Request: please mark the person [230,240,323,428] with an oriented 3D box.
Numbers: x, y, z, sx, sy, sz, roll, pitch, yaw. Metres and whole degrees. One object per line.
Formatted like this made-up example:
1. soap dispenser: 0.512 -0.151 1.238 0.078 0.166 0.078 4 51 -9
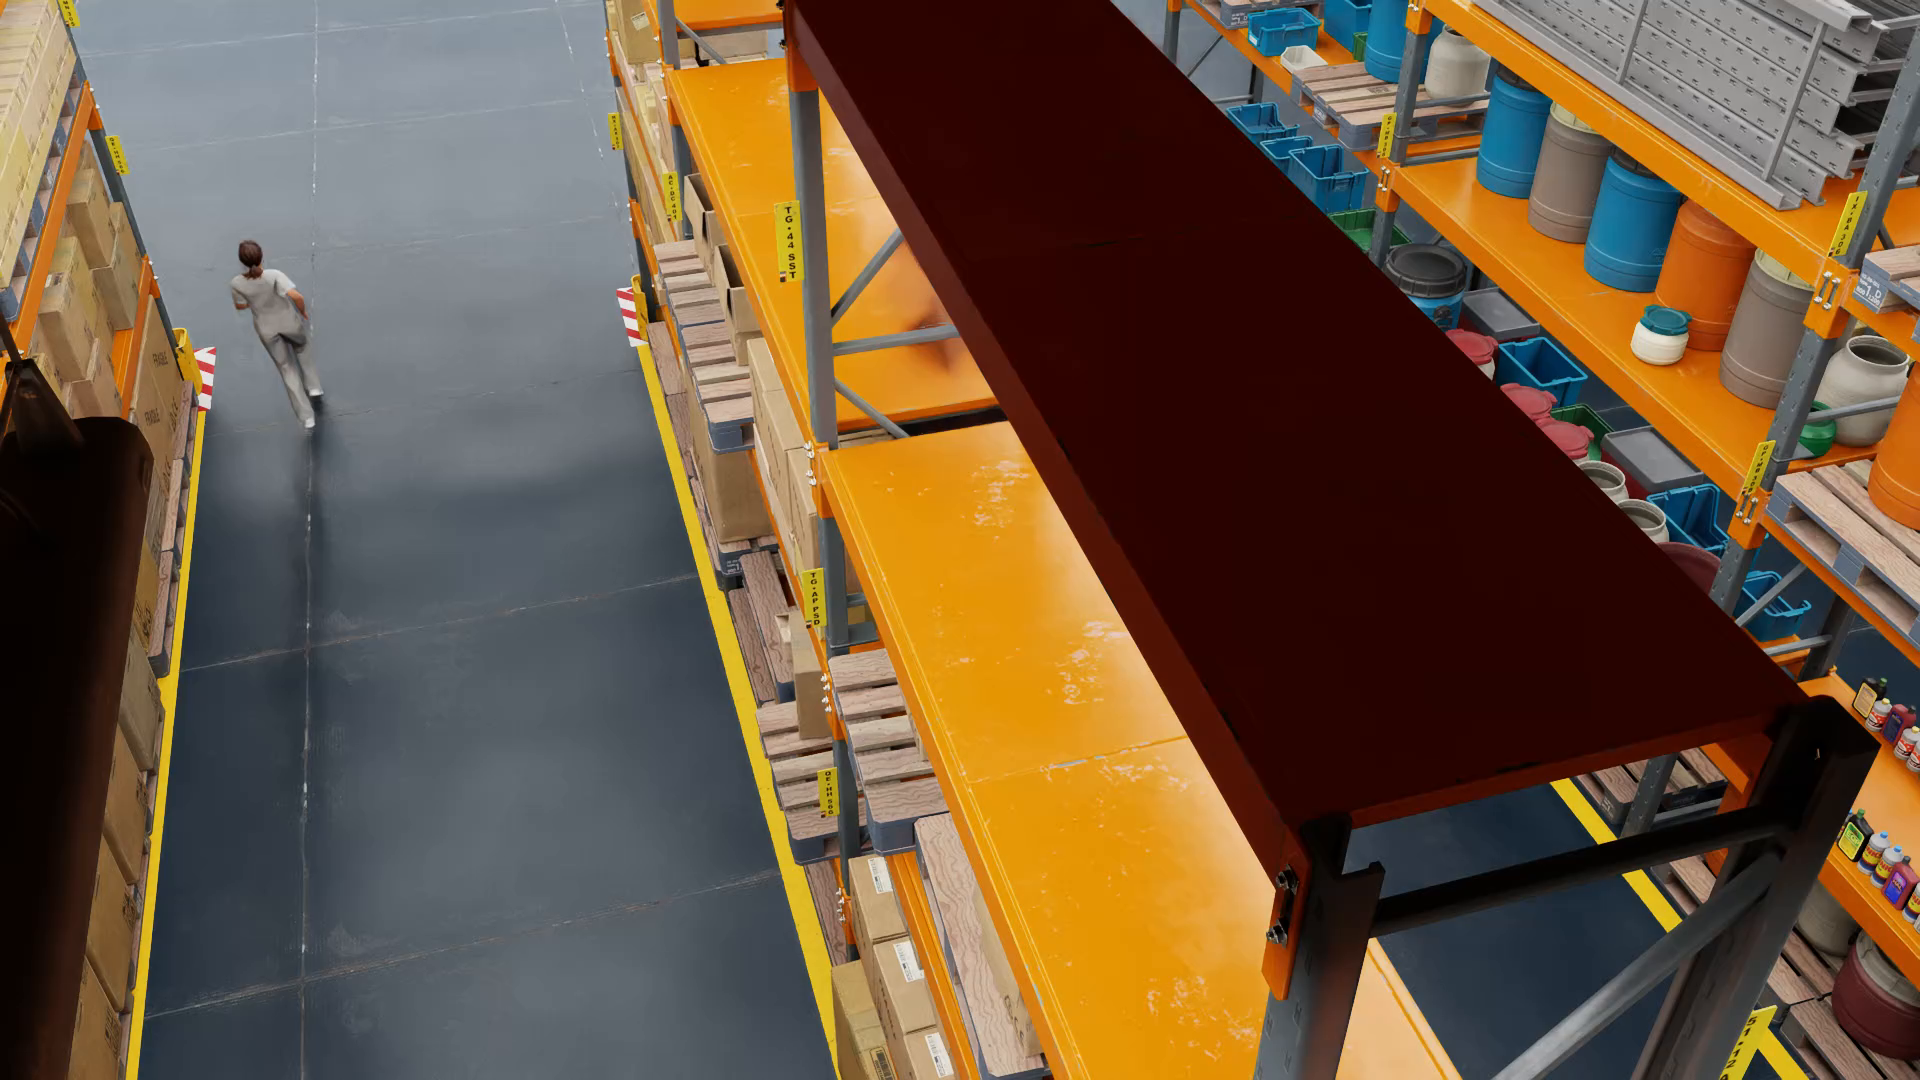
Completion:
1. person: -5.588 -1.703 13.627 0.539 1.695 0.781 -14 41 -17
